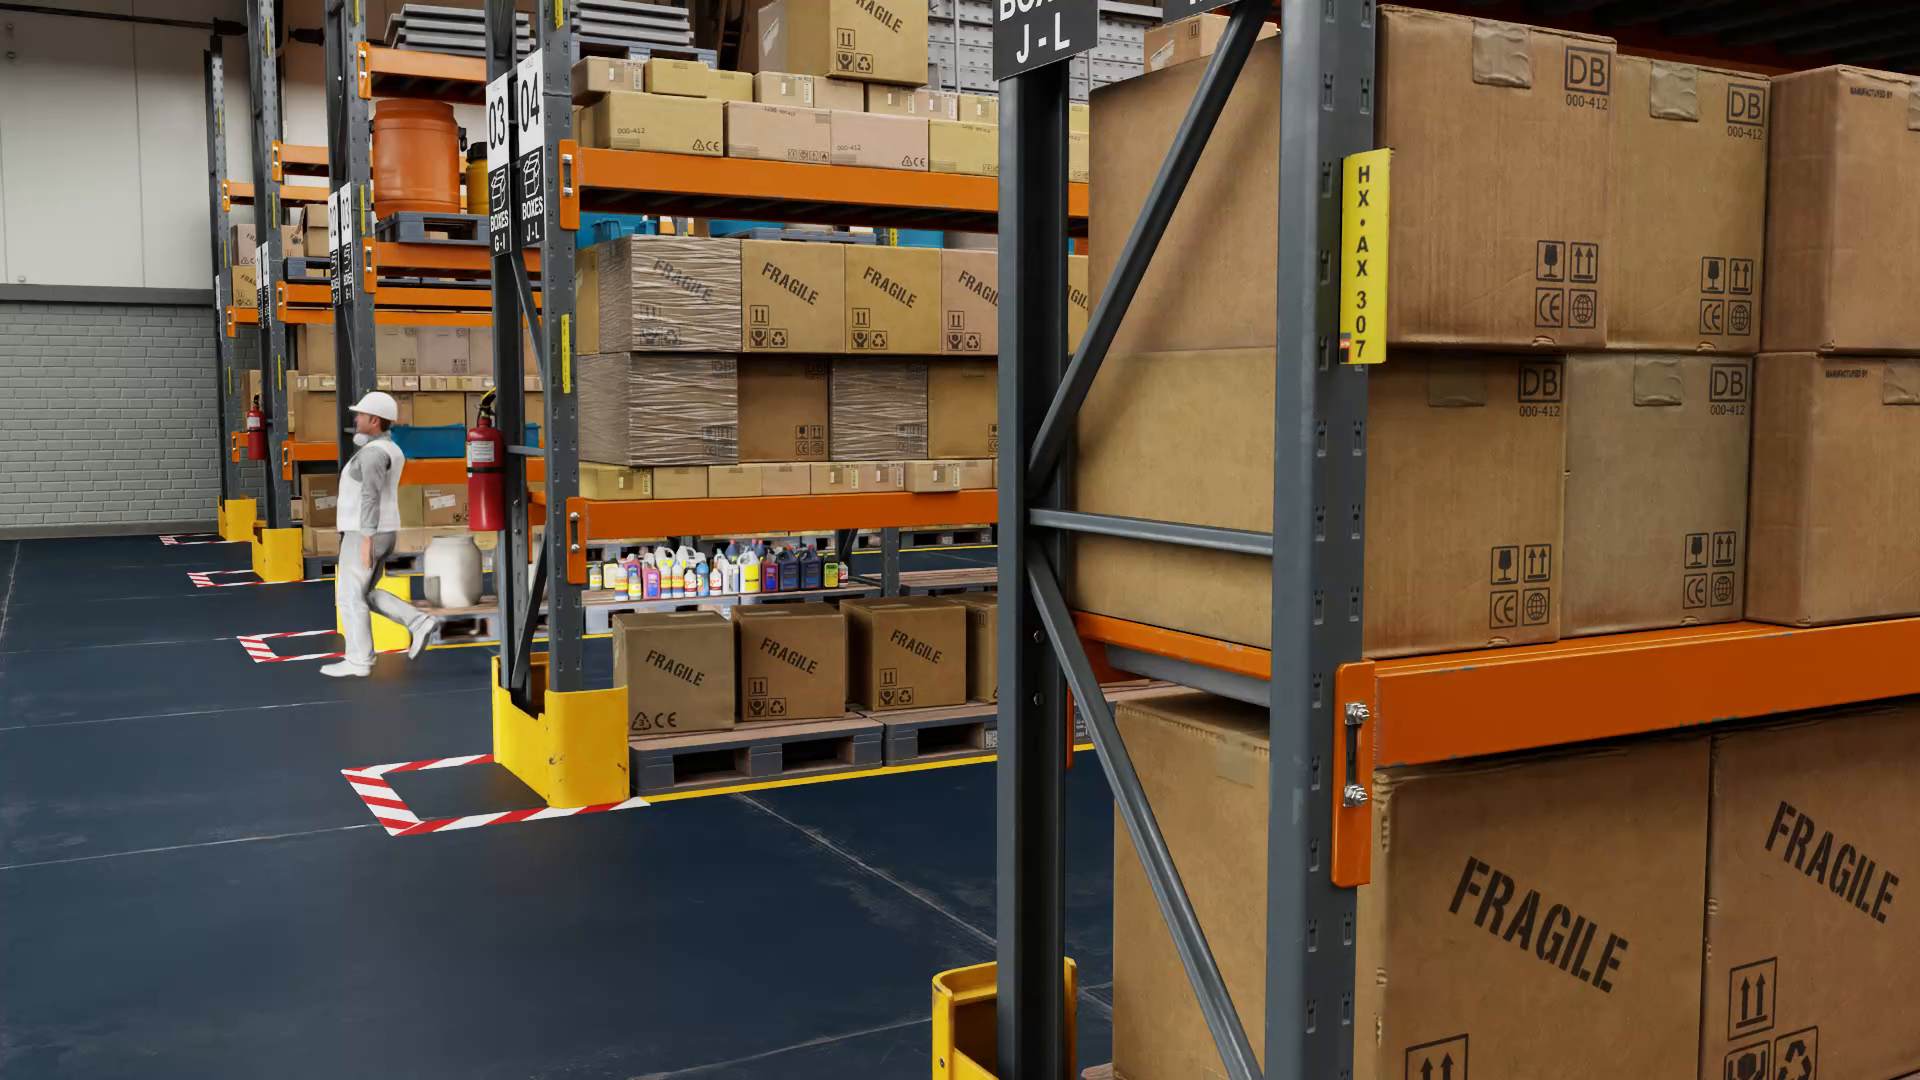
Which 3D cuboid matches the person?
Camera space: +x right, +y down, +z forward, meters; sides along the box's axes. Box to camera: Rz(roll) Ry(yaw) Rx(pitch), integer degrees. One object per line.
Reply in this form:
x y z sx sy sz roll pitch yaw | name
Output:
-3.643 -0.042 10.363 0.669 1.756 0.539 0 5 -5 | person
